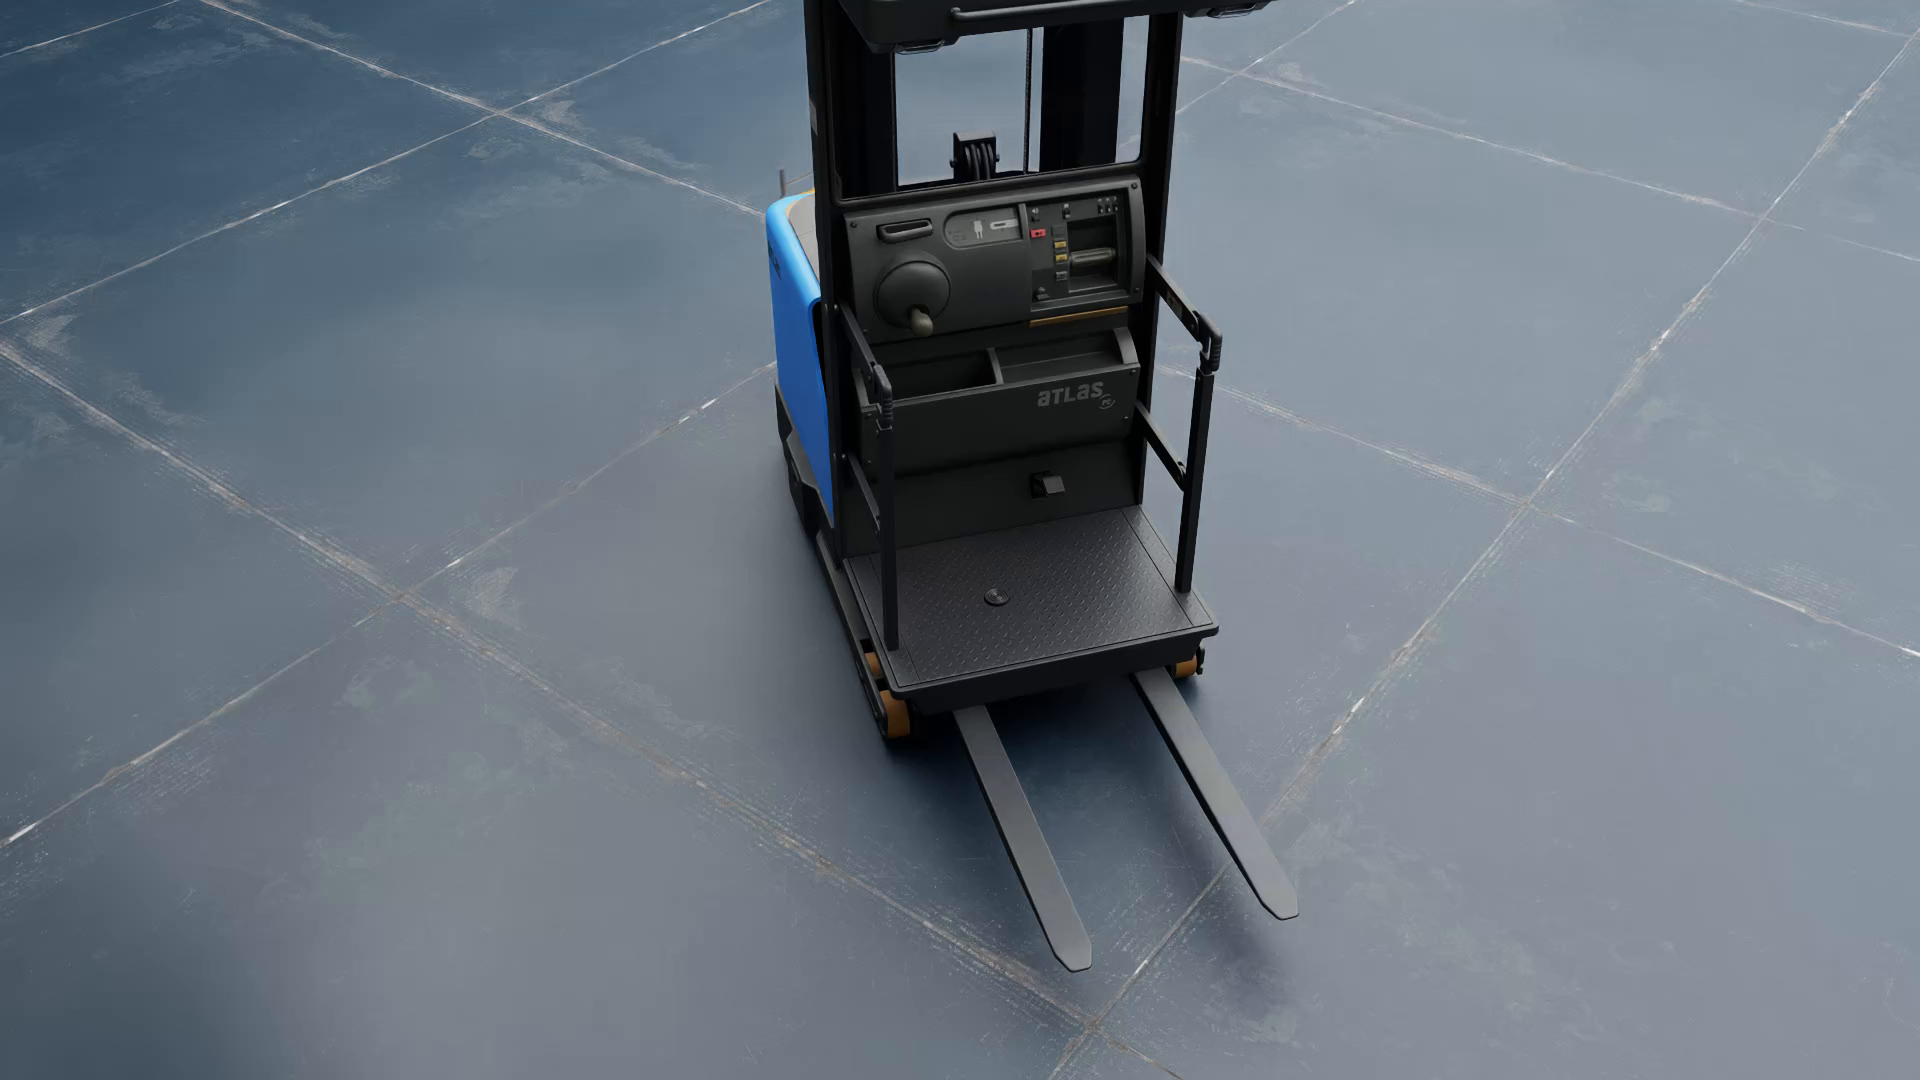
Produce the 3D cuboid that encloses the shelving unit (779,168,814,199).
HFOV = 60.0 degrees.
[{"bbox_3d":[-0.519,-1.005,6.675,0.215,1.050,0.252,-33,49,-32],"label":"shelving unit"}]

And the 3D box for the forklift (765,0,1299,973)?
[{"bbox_3d":[0.180,-0.782,4.872,1.130,2.935,3.031,-10,39,-13],"label":"forklift"}]

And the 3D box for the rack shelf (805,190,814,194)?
[{"bbox_3d":[-0.525,-1.215,6.500,0.215,0.259,0.240,-33,49,-32],"label":"rack shelf"}]

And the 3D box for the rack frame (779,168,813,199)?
[{"bbox_3d":[-0.605,-1.058,6.743,0.200,1.050,0.008,-33,49,-32],"label":"rack frame"}]
